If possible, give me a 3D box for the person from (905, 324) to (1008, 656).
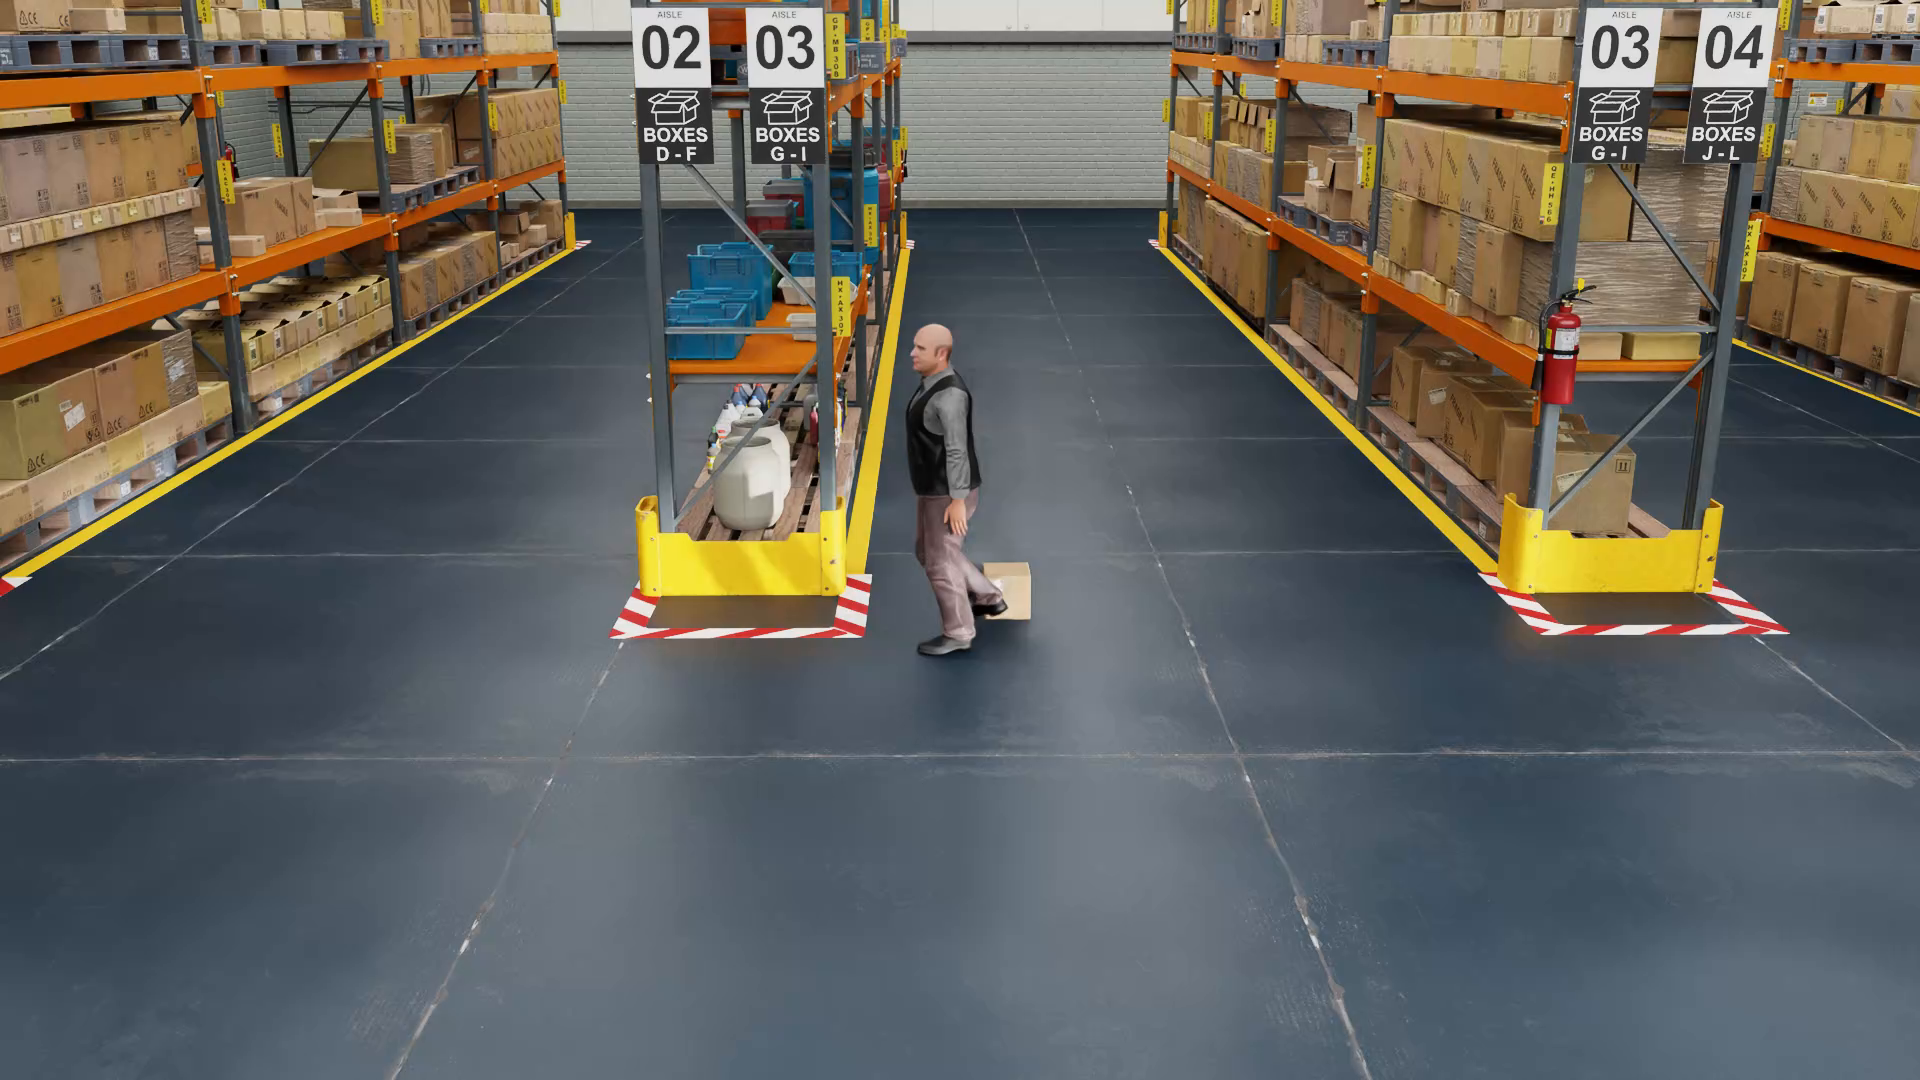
[{"bbox_3d":[-0.002,-0.253,8.422,0.540,1.712,0.609,-2,17,-7],"label":"person"}]
